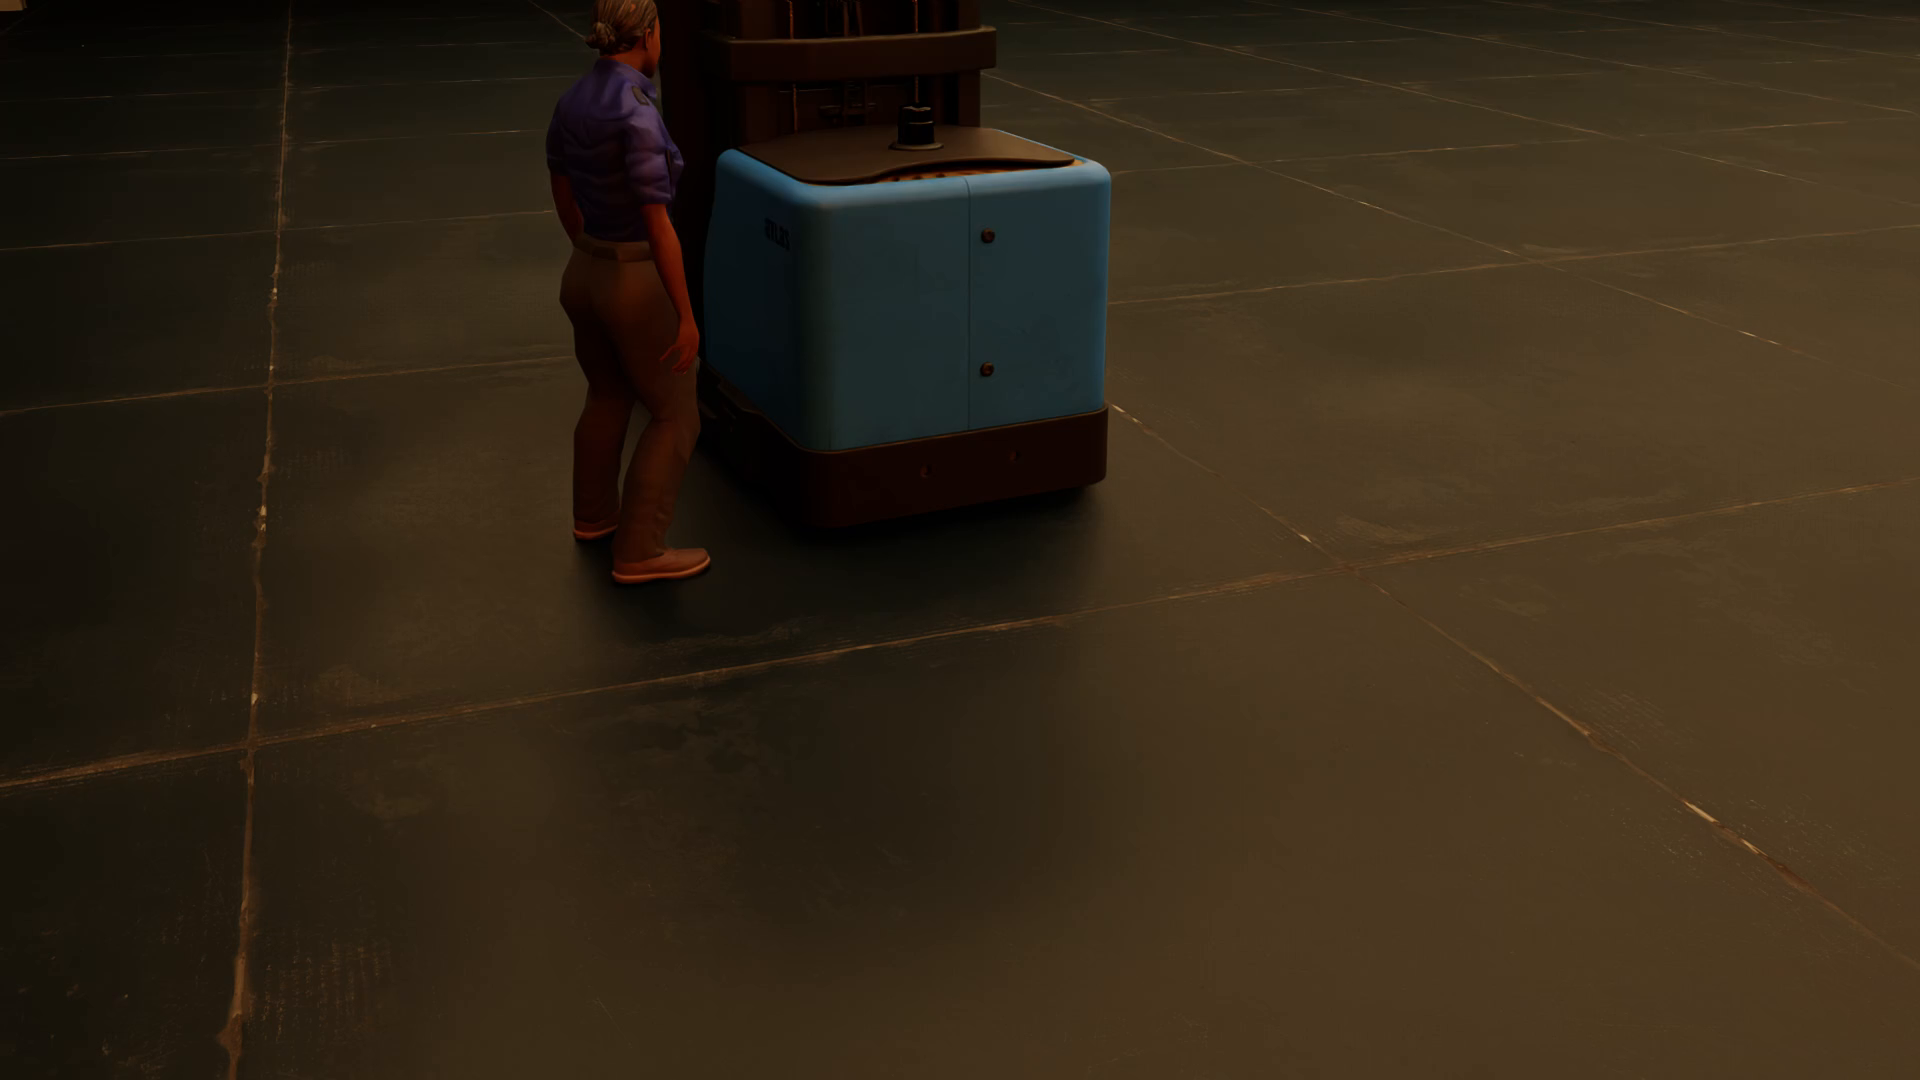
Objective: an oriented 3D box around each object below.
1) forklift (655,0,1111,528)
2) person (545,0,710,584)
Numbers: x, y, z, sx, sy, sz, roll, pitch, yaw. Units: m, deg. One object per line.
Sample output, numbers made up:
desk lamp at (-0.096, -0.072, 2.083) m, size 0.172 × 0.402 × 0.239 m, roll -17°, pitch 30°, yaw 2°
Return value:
forklift at (-0.602, -1.925, 5.876) m, size 1.130 × 2.935 × 3.031 m, roll -10°, pitch 25°, yaw -23°
person at (-0.921, -0.699, 4.642) m, size 0.381 × 1.634 × 0.700 m, roll -20°, pitch 30°, yaw -39°
